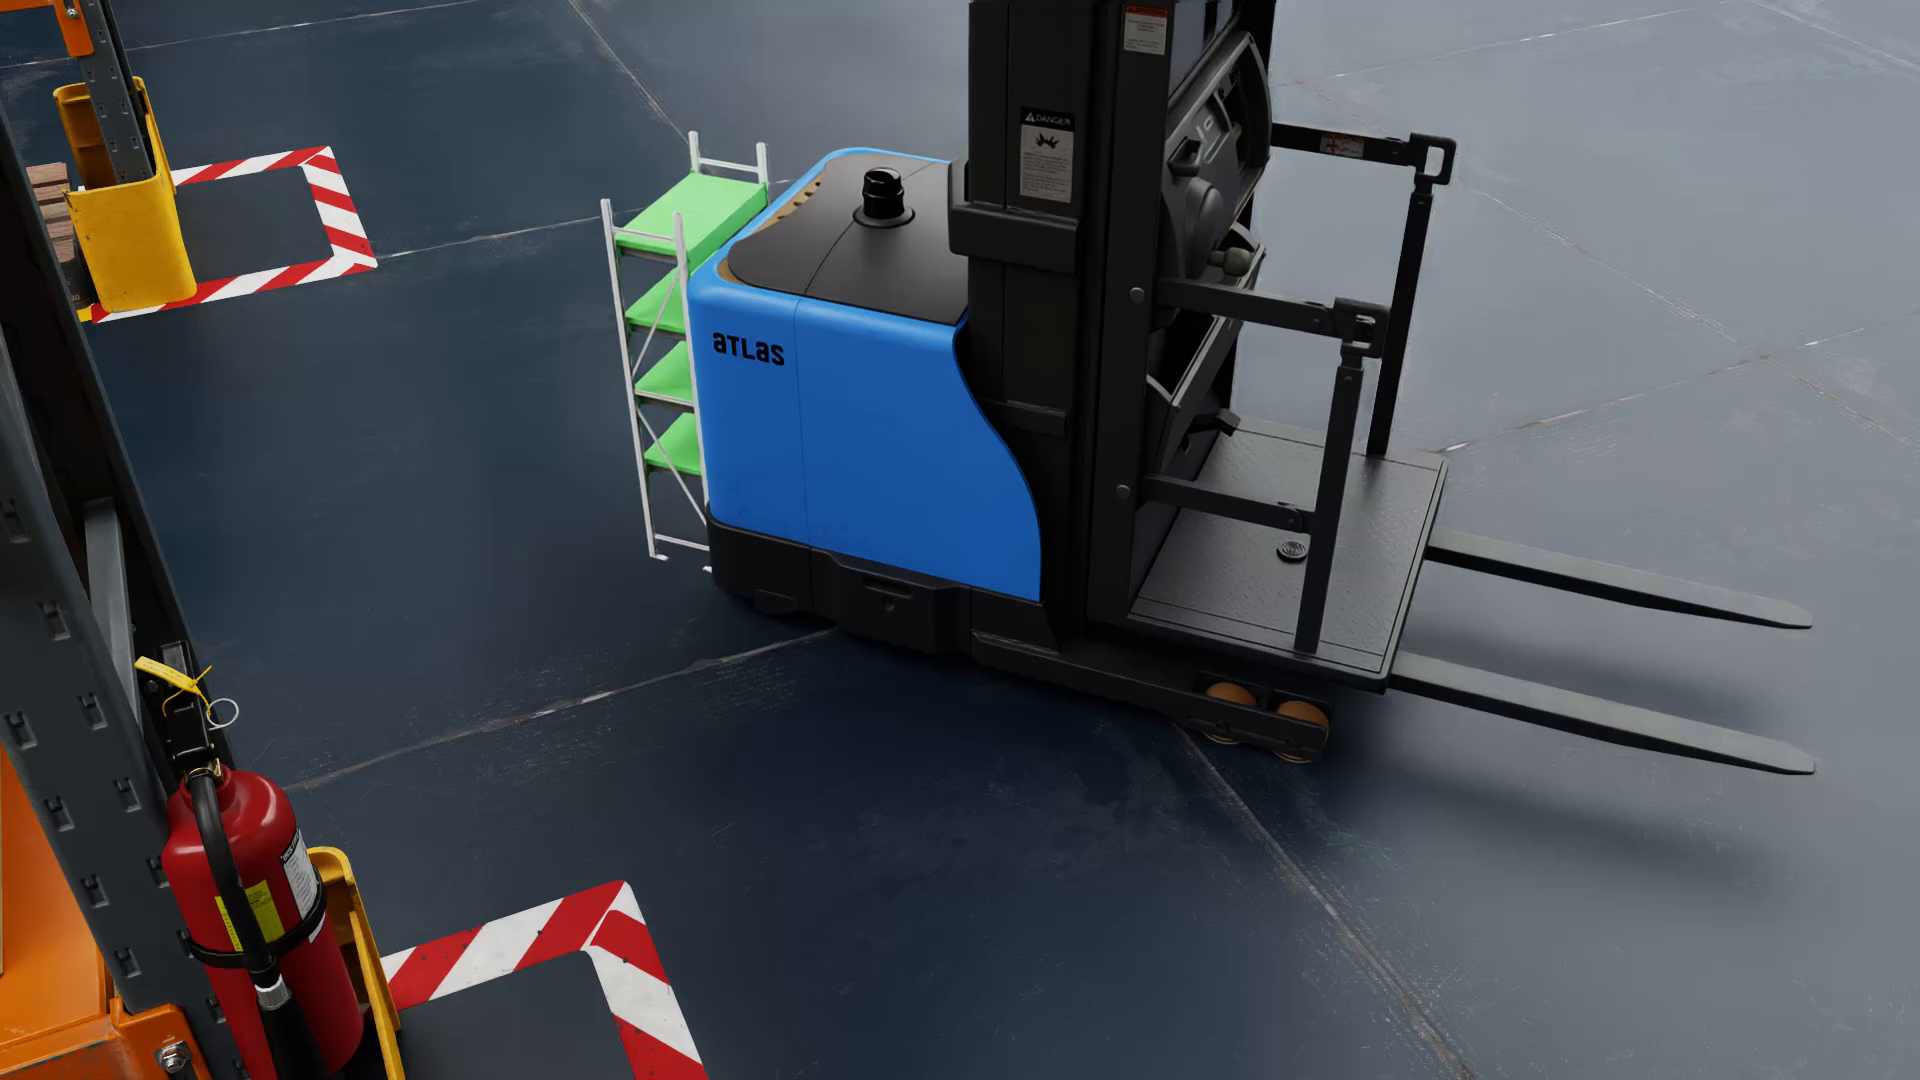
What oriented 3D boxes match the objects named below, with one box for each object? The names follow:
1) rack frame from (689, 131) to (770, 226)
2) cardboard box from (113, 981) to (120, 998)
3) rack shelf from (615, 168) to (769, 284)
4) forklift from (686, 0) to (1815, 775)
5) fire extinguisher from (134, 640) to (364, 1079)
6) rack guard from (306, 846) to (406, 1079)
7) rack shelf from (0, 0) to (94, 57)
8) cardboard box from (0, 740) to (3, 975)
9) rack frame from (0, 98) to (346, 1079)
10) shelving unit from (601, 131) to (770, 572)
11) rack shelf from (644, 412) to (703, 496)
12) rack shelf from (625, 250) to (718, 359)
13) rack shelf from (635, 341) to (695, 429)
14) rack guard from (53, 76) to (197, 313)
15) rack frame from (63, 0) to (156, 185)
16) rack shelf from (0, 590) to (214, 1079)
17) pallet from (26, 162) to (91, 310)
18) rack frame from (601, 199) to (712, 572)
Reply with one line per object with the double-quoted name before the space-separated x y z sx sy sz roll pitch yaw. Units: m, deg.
"rack frame" -0.674 -0.678 5.157 0.240 1.200 0.015 13 39 17
"cardboard box" -1.827 1.151 3.135 0.500 0.250 0.500 -16 39 -20
"rack shelf" -0.762 -0.877 4.727 0.258 0.148 0.480 13 39 17
"forklift" 0.825 -0.941 4.059 3.031 2.935 1.130 13 39 17
"fire extinguisher" -0.942 0.452 2.188 0.183 0.674 0.296 -16 39 -20
"rack guard" -1.225 1.198 3.216 0.348 0.500 1.175 -16 39 -20
"rack shelf" -5.158 -1.677 5.597 4.000 0.370 1.077 -16 39 -20
"cardboard box" -1.675 0.271 2.283 0.500 0.500 0.700 -16 39 -20
"rack frame" -1.247 0.200 2.463 0.127 3.000 1.000 -16 39 -20
"shelving unit" -0.762 -0.543 4.975 0.258 1.200 0.503 13 39 17
"rack shelf" -0.762 -0.299 5.156 0.258 0.148 0.480 13 39 17
"rack shelf" -0.762 -0.684 4.870 0.258 0.148 0.480 13 39 17
"rack shelf" -0.762 -0.491 5.013 0.258 0.148 0.480 13 39 17
"rack guard" -3.397 -1.424 6.750 0.348 0.500 1.175 -16 39 -20
"rack frame" -3.348 -2.472 6.065 0.127 3.000 1.000 -16 39 -20
"rack shelf" -3.057 0.995 1.994 4.000 0.370 1.077 -16 39 -20
"pallet" -4.134 -1.105 6.563 1.213 0.211 1.003 -16 39 -20
"rack frame" -0.851 -0.407 4.792 0.240 1.200 0.015 13 39 17
